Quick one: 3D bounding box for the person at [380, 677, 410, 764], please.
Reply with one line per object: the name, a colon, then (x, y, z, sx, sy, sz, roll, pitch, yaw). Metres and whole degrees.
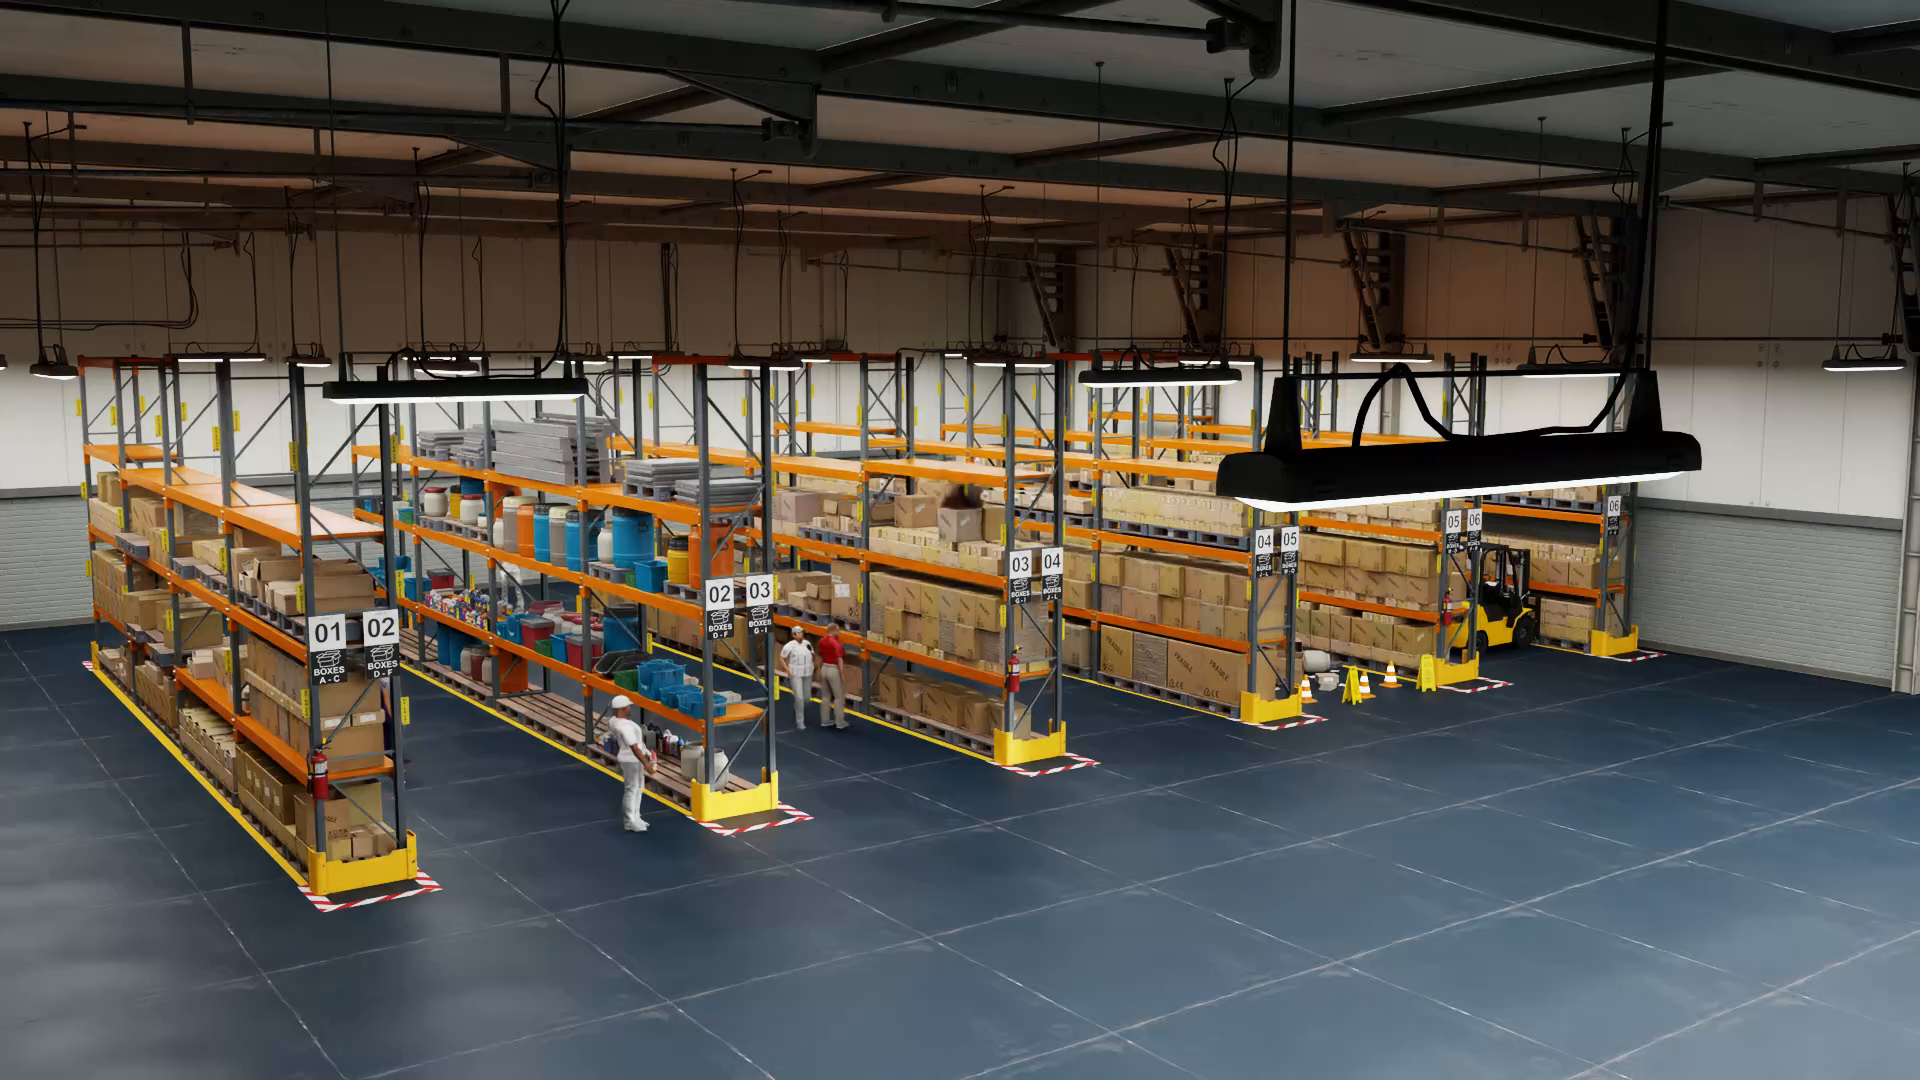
person: (-8.515, 2.514, 24.885, 0.409, 1.656, 0.523, -5, 9, -36)

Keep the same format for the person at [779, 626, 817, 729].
person: (-2.642, 2.246, 27.289, 0.642, 1.690, 0.746, -3, 8, -27)

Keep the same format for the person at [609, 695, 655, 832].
person: (-4.216, 2.880, 21.444, 0.613, 1.806, 0.613, 0, 7, -2)

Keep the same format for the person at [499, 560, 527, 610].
person: (-10.455, 0.742, 38.779, 0.589, 1.730, 0.972, -4, 8, -32)

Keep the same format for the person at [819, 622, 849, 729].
person: (-2.037, 2.191, 27.033, 0.599, 1.728, 0.428, 7, 10, 44)
